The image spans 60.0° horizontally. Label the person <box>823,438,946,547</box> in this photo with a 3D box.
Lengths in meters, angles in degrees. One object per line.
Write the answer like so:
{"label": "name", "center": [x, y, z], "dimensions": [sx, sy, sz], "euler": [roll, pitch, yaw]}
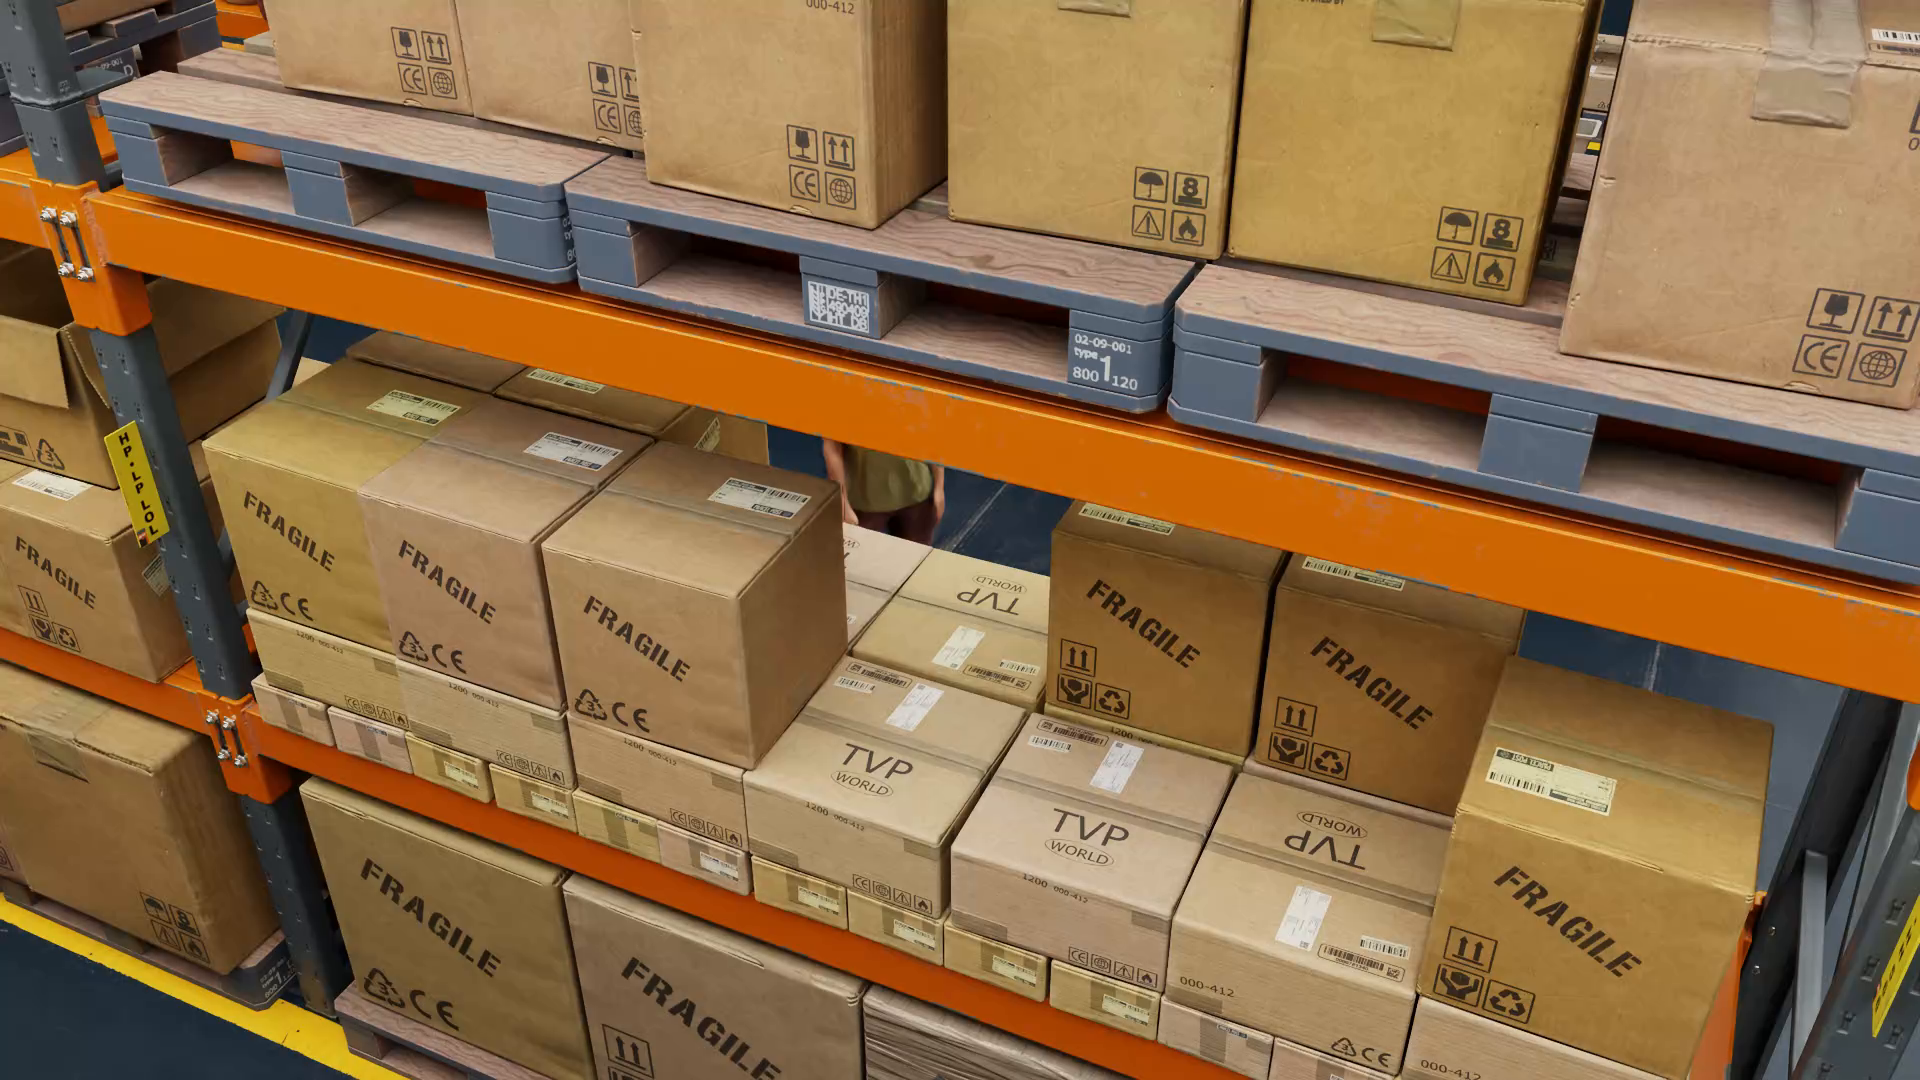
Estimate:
{"label": "person", "center": [-0.308, -0.155, 6.346], "dimensions": [0.536, 1.680, 0.414], "euler": [-12, 36, -17]}
